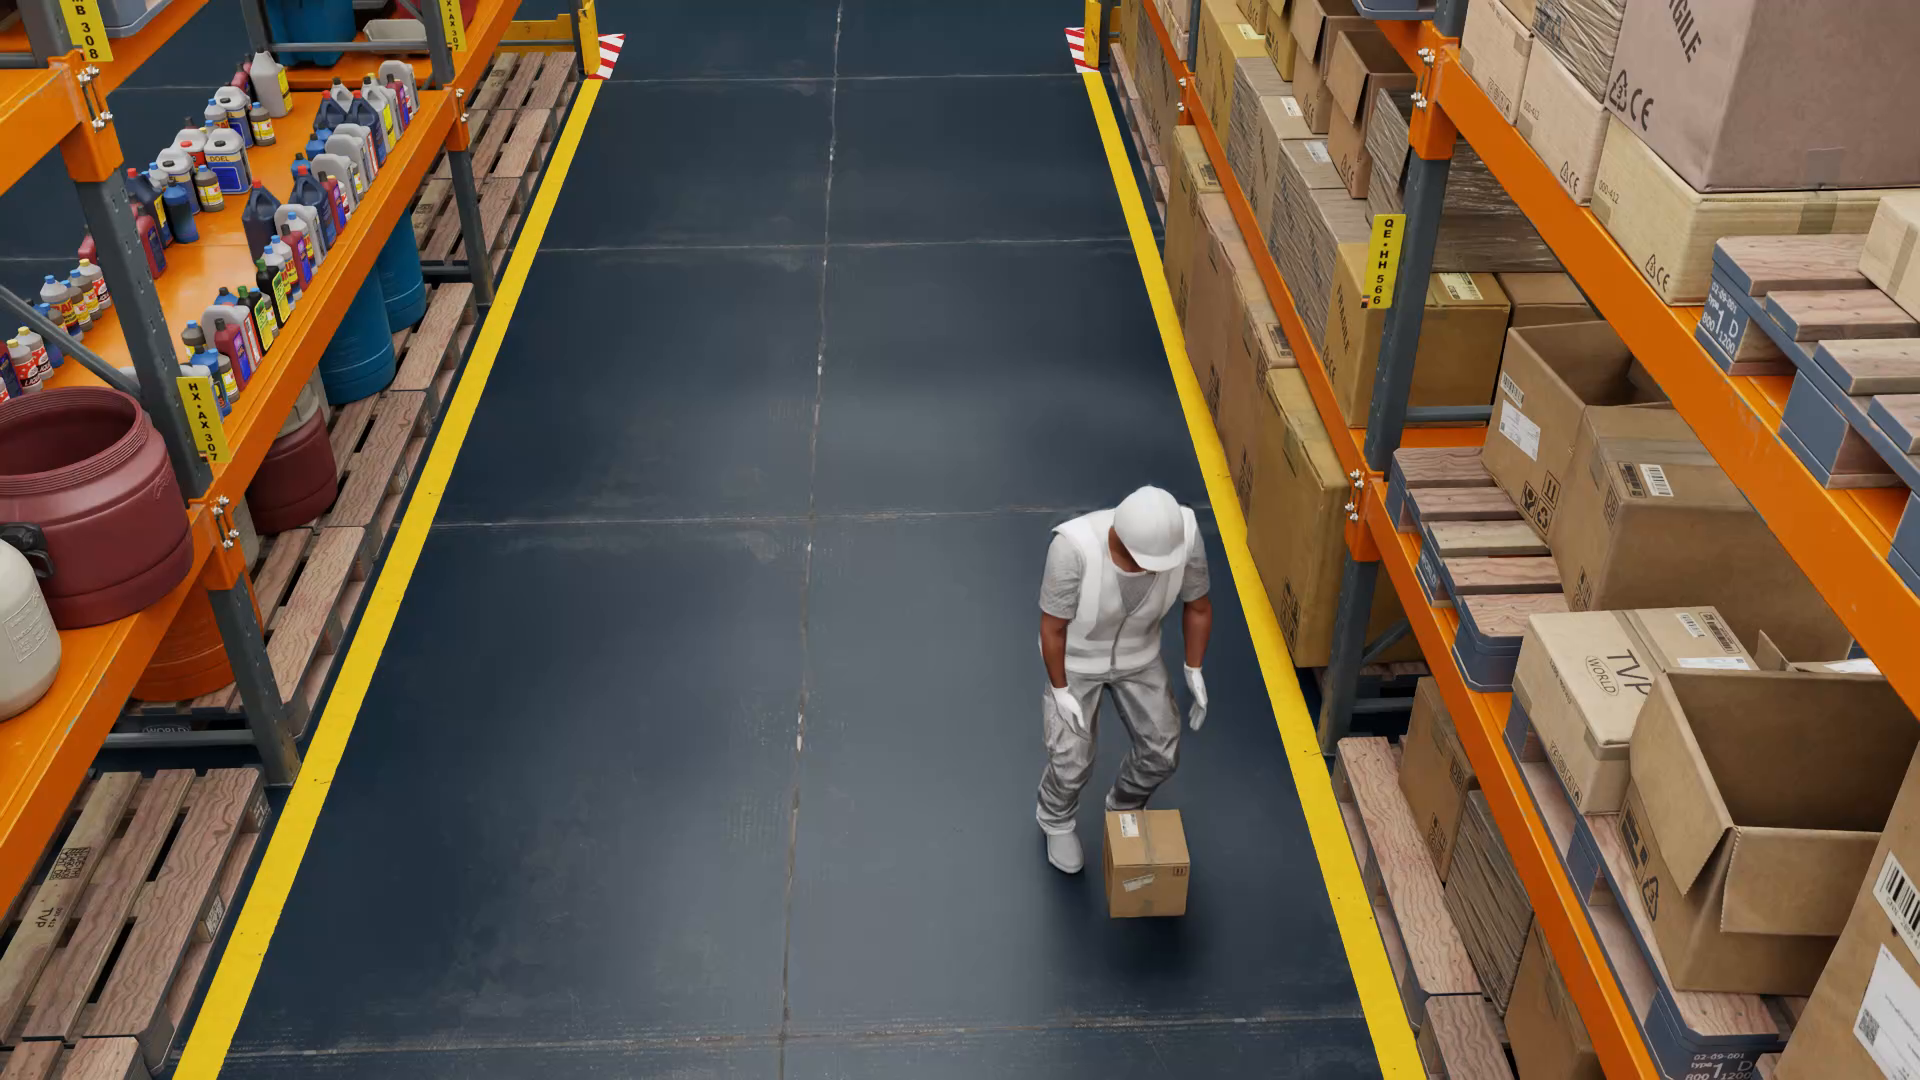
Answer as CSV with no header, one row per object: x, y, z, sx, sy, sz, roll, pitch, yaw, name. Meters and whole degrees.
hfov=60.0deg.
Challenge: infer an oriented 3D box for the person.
0.544,0.434,5.630,0.594,1.644,0.584,-8,36,-11,person
